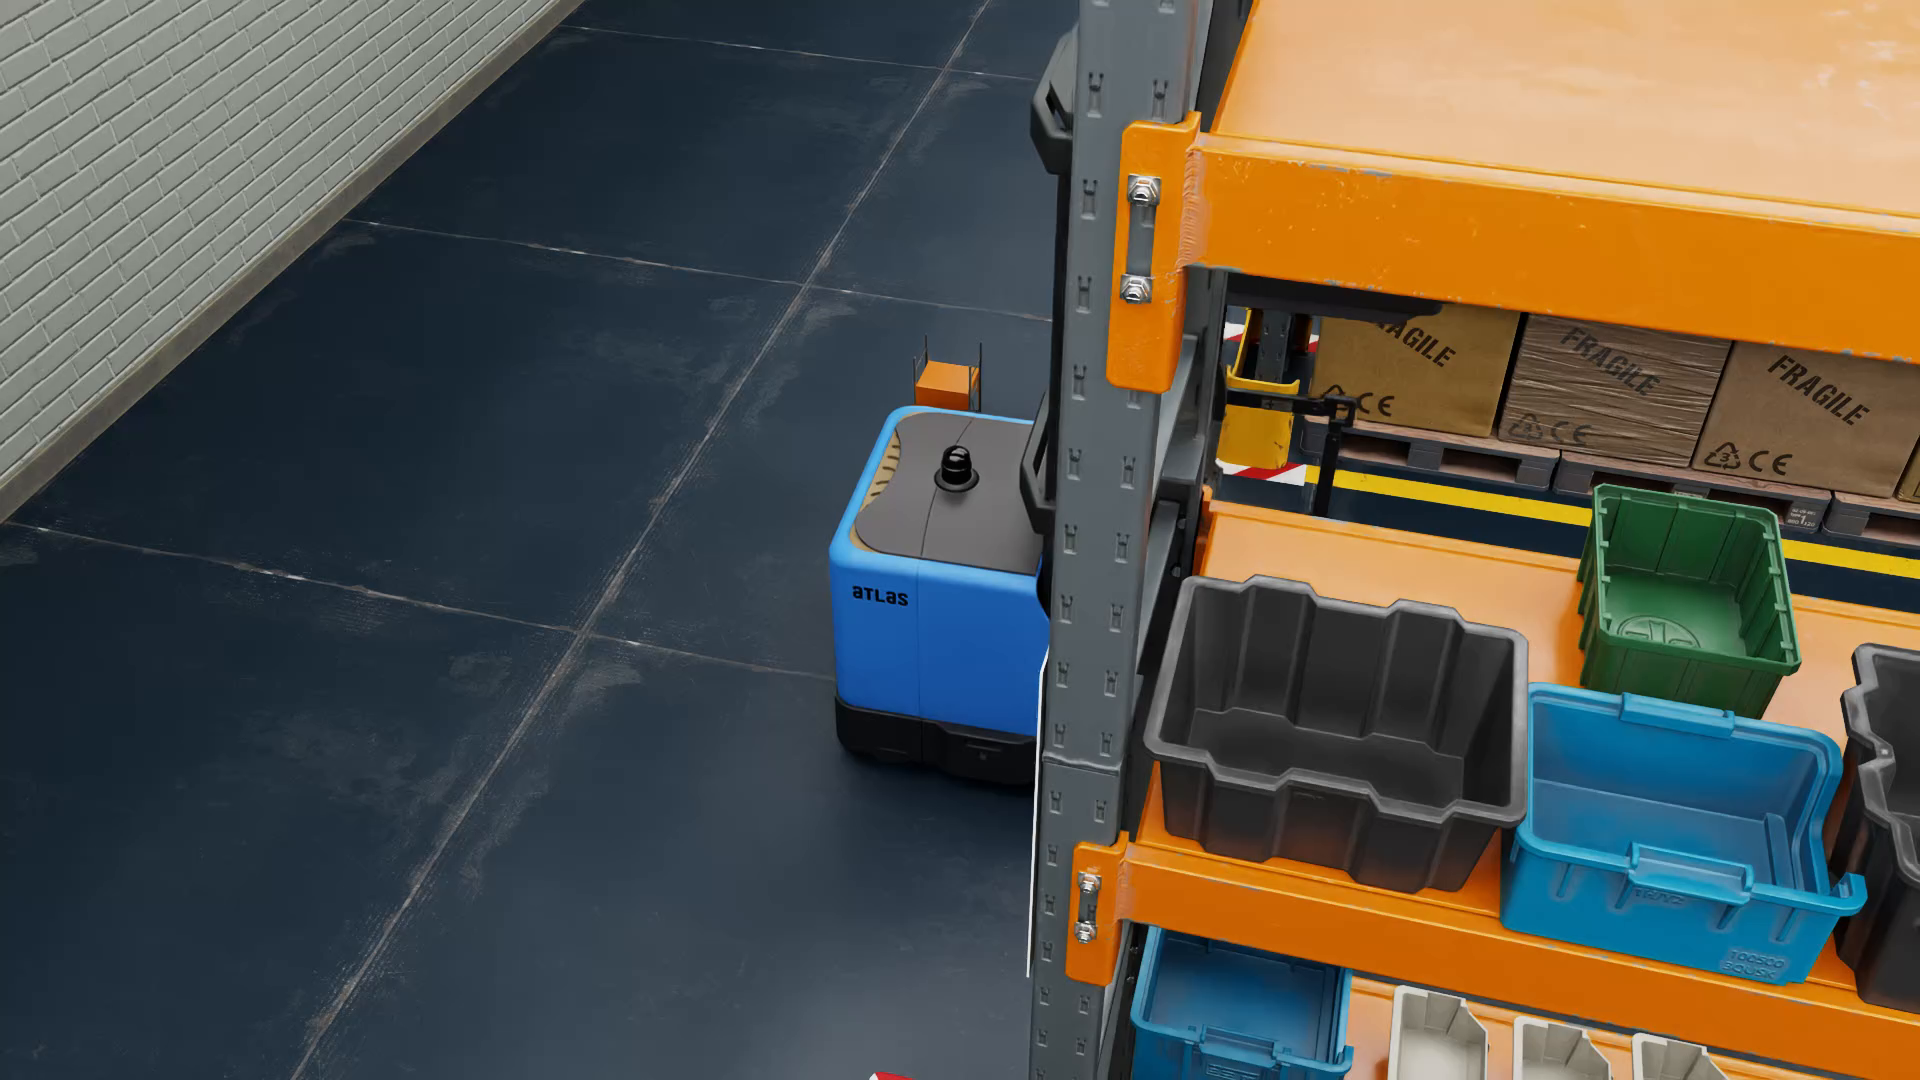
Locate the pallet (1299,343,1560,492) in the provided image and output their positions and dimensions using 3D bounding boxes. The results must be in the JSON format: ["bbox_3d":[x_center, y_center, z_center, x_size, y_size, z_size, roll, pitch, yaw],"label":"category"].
[{"bbox_3d":[2.395,-0.719,8.466,1.213,0.211,1.003,10,41,11],"label":"pallet"}]

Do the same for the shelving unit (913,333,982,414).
[{"bbox_3d":[-0.052,-0.411,7.448,0.252,1.050,0.215,10,41,11],"label":"shelving unit"}]

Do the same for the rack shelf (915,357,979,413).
[{"bbox_3d":[-0.052,-0.620,7.272,0.240,0.259,0.215,10,41,11],"label":"rack shelf"}]

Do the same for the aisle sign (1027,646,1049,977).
[{"bbox_3d":[0.176,0.383,2.964,0.004,0.787,0.394,10,41,11],"label":"aisle sign"}]

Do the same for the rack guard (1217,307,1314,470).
[{"bbox_3d":[1.580,-0.918,8.478,0.348,0.500,1.175,10,41,11],"label":"rack guard"}]

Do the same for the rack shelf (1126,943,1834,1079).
[{"bbox_3d":[2.255,1.814,3.841,4.000,0.370,1.077,10,41,11],"label":"rack shelf"}]

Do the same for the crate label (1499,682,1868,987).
[{"bbox_3d":[1.130,0.469,2.667,0.502,0.251,0.408,10,41,11],"label":"crate label"}]

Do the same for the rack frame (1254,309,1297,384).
[{"bbox_3d":[1.603,-1.871,7.670,0.127,3.000,1.000,10,41,11],"label":"rack frame"}]

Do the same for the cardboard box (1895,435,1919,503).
[{"bbox_3d":[4.850,-0.712,7.616,0.875,0.875,0.875,10,41,11],"label":"cardboard box"}]

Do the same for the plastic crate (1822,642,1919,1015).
[{"bbox_3d":[1.727,0.506,2.555,0.767,0.338,0.504,10,41,11],"label":"plastic crate"}]

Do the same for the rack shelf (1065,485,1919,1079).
[{"bbox_3d":[2.255,0.666,2.877,4.000,0.370,1.077,10,41,11],"label":"rack shelf"}]

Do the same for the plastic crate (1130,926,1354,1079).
[{"bbox_3d":[0.694,1.109,4.047,0.499,0.435,0.616,10,41,11],"label":"plastic crate"}]

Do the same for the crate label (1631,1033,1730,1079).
[{"bbox_3d":[1.709,1.396,3.939,0.243,0.136,0.396,10,41,11],"label":"crate label"}]

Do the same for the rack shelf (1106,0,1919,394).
[{"bbox_3d":[2.255,-0.330,2.041,4.000,0.370,1.077,10,41,11],"label":"rack shelf"}]

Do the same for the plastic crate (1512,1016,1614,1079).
[{"bbox_3d":[1.433,1.365,3.976,0.243,0.136,0.396,10,41,11],"label":"plastic crate"}]

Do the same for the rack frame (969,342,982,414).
[{"bbox_3d":[0.066,-0.391,7.423,0.008,1.050,0.200,10,41,11],"label":"rack frame"}]

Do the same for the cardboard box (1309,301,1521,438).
[{"bbox_3d":[2.242,-1.161,8.150,0.875,0.875,0.875,10,41,11],"label":"cardboard box"}]

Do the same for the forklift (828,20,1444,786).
[{"bbox_3d":[1.074,-0.349,5.911,3.031,2.935,1.130,8,41,10],"label":"forklift"}]

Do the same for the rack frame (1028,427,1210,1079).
[{"bbox_3d":[0.323,1.206,4.006,0.127,3.000,1.000,10,41,11],"label":"rack frame"}]

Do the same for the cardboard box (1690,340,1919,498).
[{"bbox_3d":[3.981,-0.862,7.794,0.875,0.875,0.875,10,41,11],"label":"cardboard box"}]

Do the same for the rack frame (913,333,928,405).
[{"bbox_3d":[-0.170,-0.431,7.472,0.008,1.050,0.200,10,41,11],"label":"rack frame"}]

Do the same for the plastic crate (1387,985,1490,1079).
[{"bbox_3d":[1.157,1.307,4.044,0.243,0.136,0.396,10,41,11],"label":"plastic crate"}]

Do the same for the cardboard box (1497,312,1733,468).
[{"bbox_3d":[3.121,-1.010,7.970,0.875,0.875,0.875,10,41,11],"label":"cardboard box"}]

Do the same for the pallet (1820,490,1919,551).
[{"bbox_3d":[4.753,-0.313,7.983,1.213,0.211,1.003,10,41,11],"label":"pallet"}]

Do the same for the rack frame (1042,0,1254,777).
[{"bbox_3d":[0.323,-1.091,2.076,0.127,3.000,1.000,10,41,11],"label":"rack frame"}]

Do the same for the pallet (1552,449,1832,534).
[{"bbox_3d":[3.570,-0.514,8.223,1.213,0.211,1.003,10,41,11],"label":"pallet"}]

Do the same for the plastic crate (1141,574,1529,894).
[{"bbox_3d":[0.622,0.345,2.801,0.590,0.269,0.497,10,41,11],"label":"plastic crate"}]

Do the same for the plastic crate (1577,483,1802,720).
[{"bbox_3d":[1.349,0.125,3.125,0.336,0.188,0.450,10,41,11],"label":"plastic crate"}]
